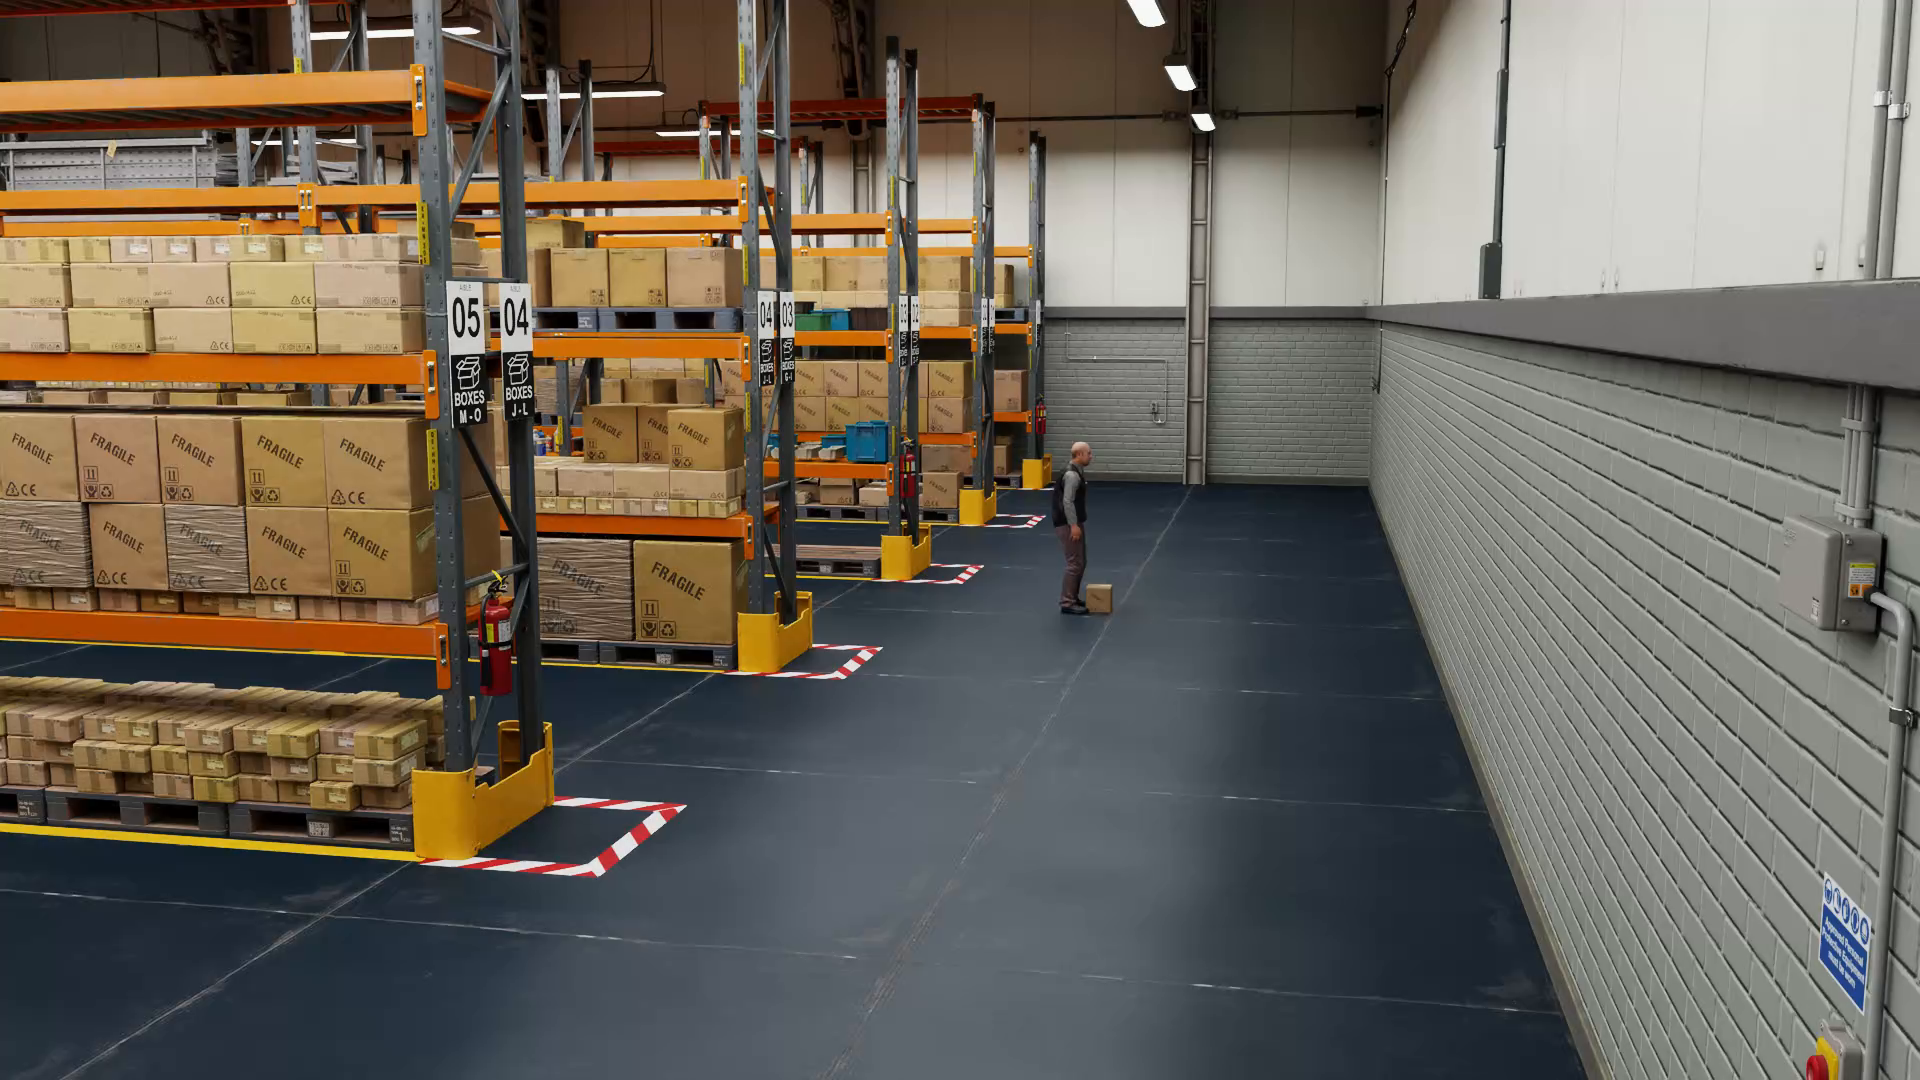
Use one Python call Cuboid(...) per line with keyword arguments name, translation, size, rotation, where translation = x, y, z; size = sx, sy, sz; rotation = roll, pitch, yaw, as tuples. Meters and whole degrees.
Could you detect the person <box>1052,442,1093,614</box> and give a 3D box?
Cuboid(name="person", translation=(1.141, -0.140, 16.912), size=(0.425, 1.719, 0.583), rotation=(1, 8, 8))
